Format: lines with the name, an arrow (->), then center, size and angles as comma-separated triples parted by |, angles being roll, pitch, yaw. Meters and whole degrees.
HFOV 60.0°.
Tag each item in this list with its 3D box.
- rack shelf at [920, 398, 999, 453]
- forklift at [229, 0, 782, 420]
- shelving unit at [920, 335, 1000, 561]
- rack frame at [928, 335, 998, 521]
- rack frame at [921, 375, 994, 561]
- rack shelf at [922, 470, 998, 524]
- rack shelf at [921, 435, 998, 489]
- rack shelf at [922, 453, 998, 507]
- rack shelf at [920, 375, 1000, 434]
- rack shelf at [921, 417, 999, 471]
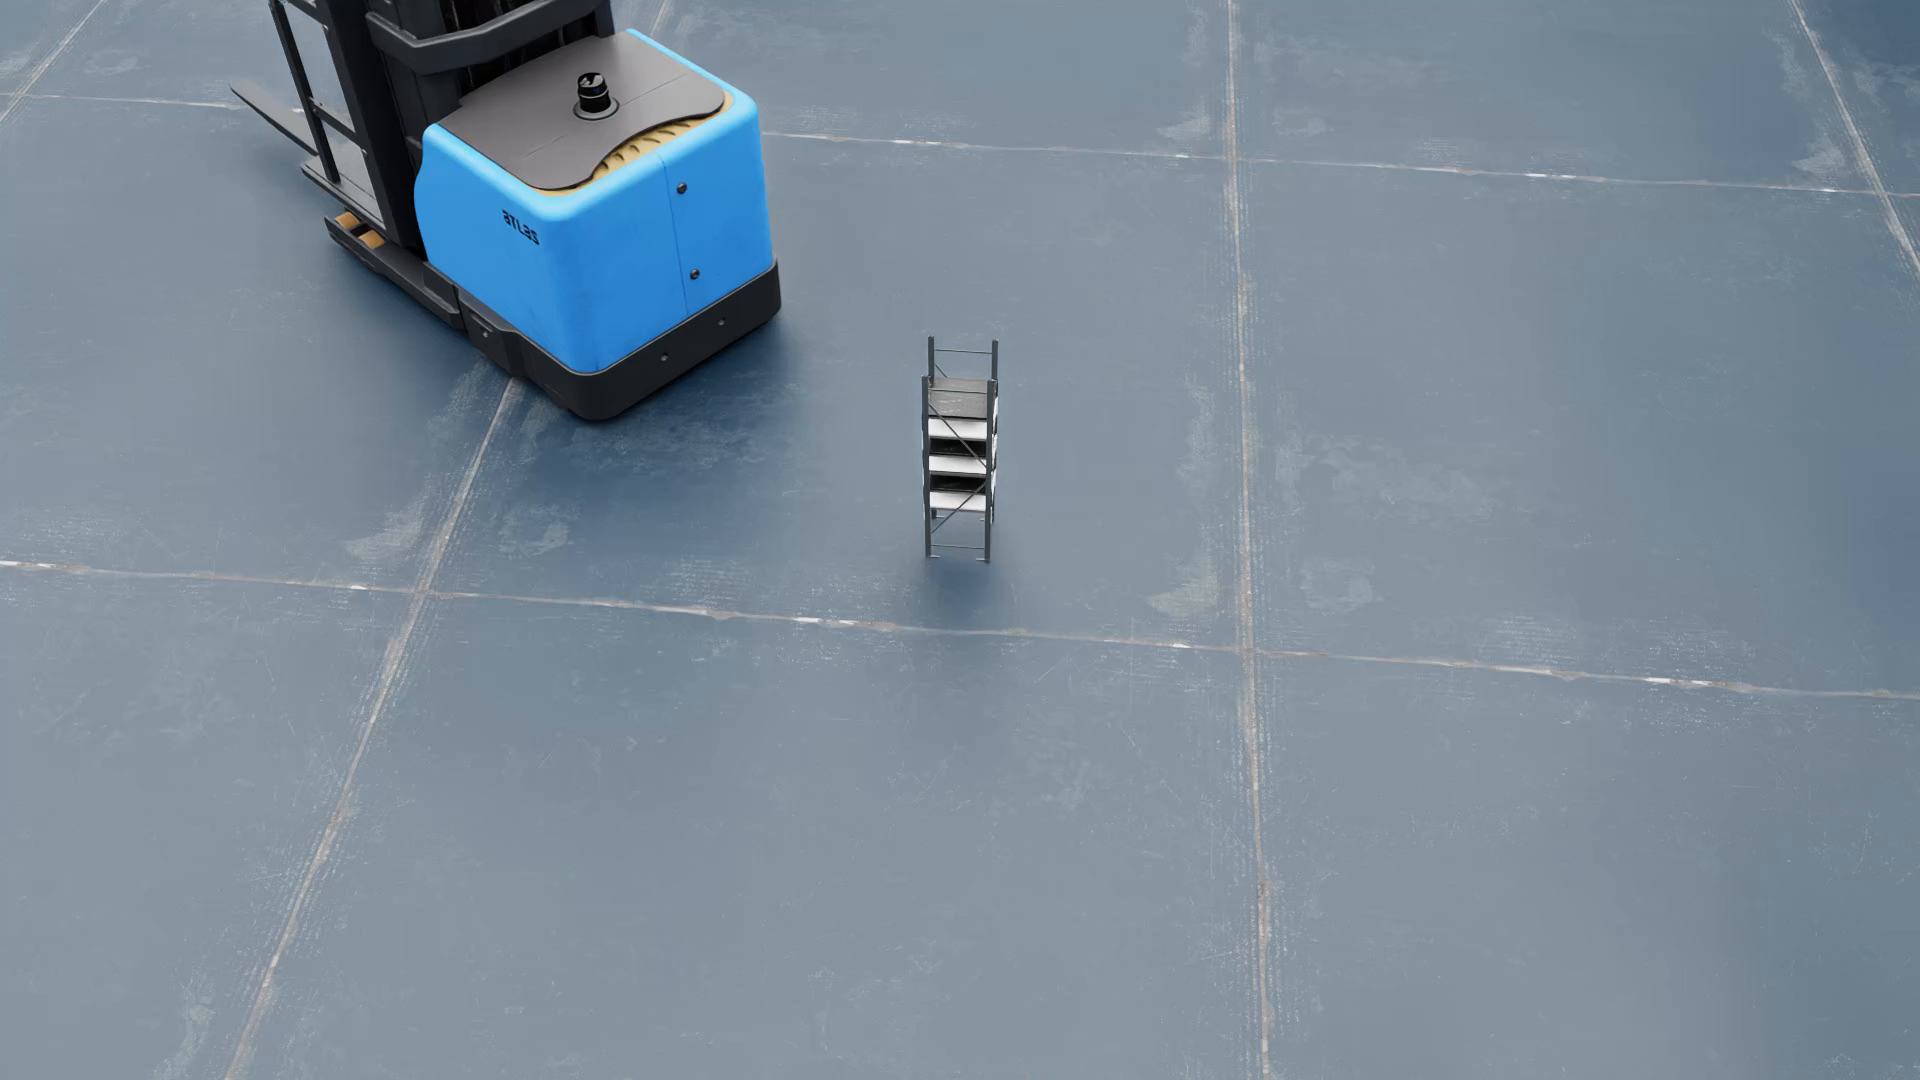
rack shelf -> 0.001, -0.409, 5.815 | 0.258, 0.077, 0.200 | 4, 48, 4
forklift -> -2.171, -2.432, 6.488 | 3.031, 2.935, 1.130 | 35, 57, 28
shelving unit -> 0.001, -0.310, 5.923 | 0.258, 0.900, 0.210 | 4, 48, 4
rack frame -> 0.010, -0.384, 5.992 | 0.240, 0.900, 0.006 | 4, 48, 4
rack frame -> -0.009, -0.235, 5.855 | 0.240, 0.900, 0.006 | 4, 48, 4
rack shelf -> 0.001, -0.166, 6.081 | 0.258, 0.077, 0.200 | 4, 48, 4
rack shelf -> 0.001, -0.287, 5.948 | 0.258, 0.077, 0.200 | 4, 48, 4
rack shelf -> 0.001, -0.226, 6.014 | 0.258, 0.077, 0.200 | 4, 48, 4
rack shelf -> 0.001, -0.469, 5.749 | 0.258, 0.077, 0.200 | 4, 48, 4
rack shelf -> 0.001, -0.348, 5.882 | 0.258, 0.077, 0.200 | 4, 48, 4
